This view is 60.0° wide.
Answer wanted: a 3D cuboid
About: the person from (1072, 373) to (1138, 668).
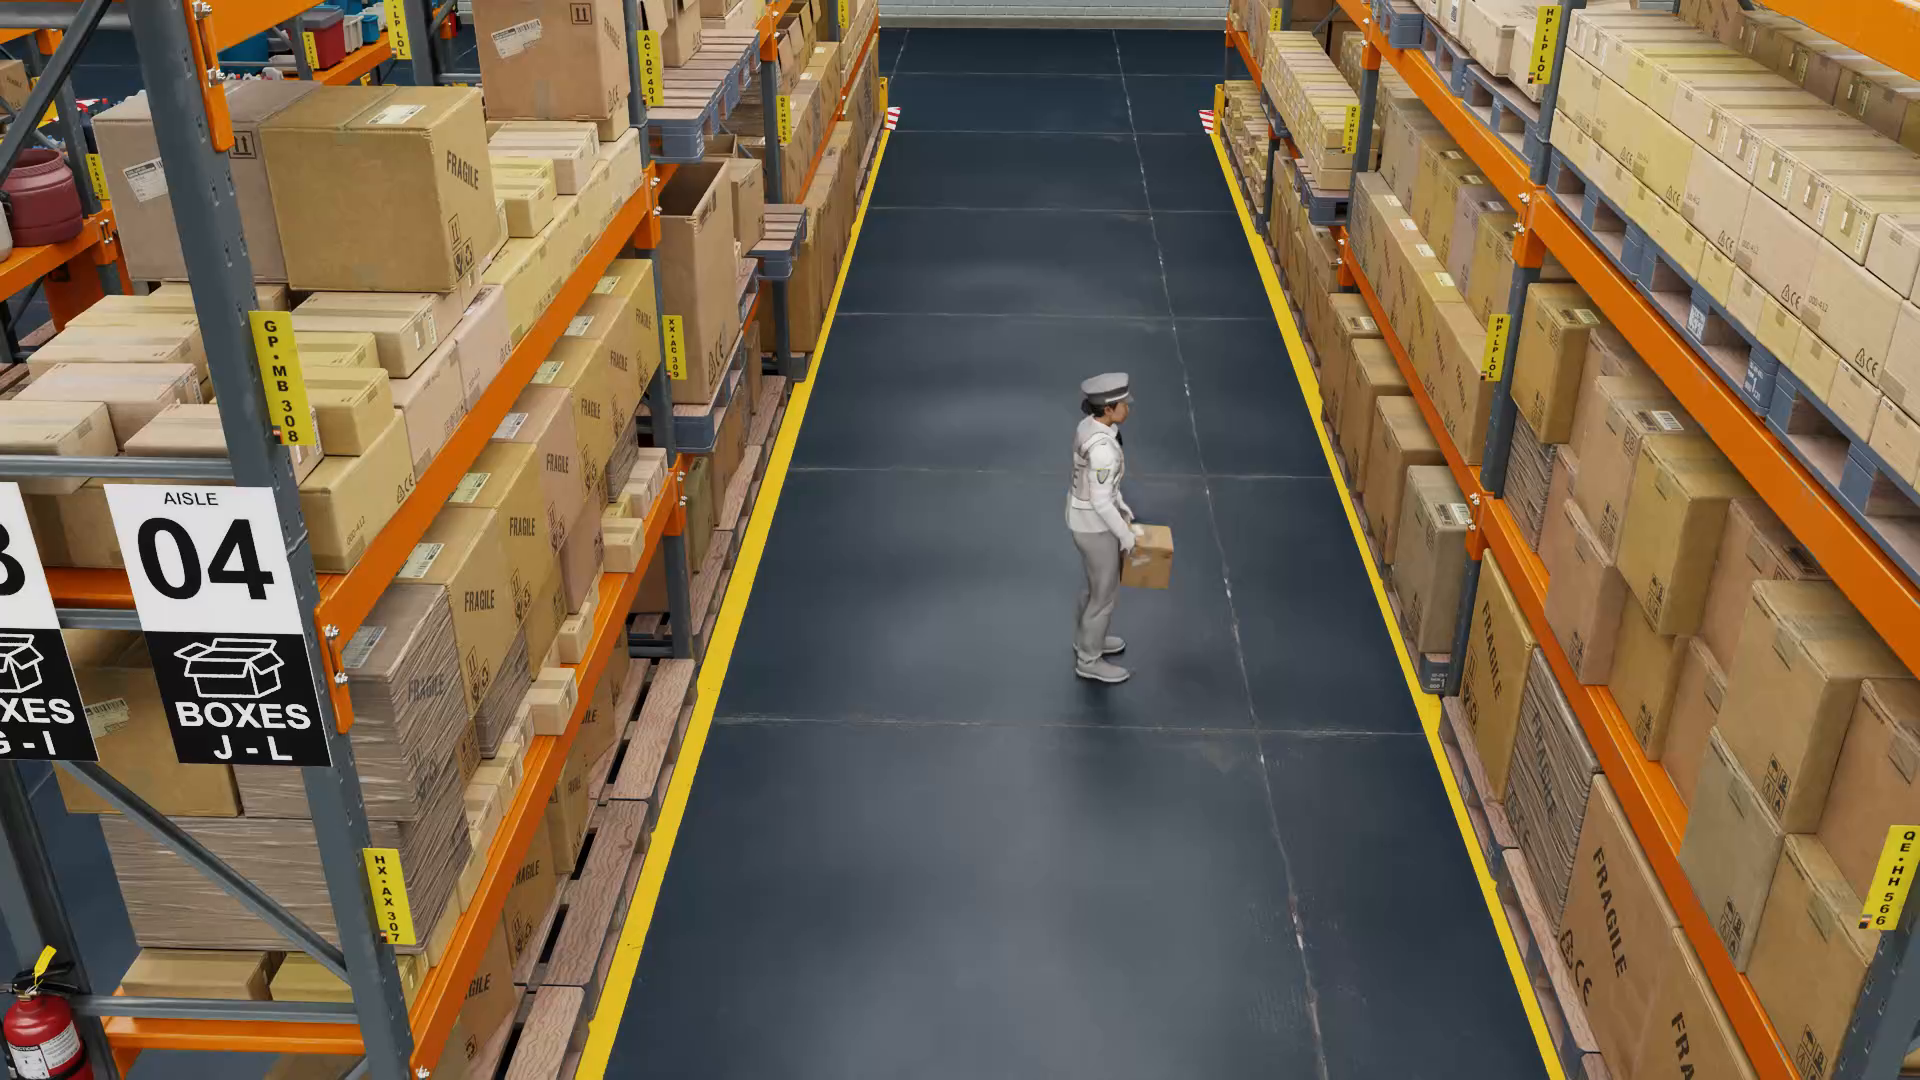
[{"bbox_3d":[0.756,-0.109,8.741,0.343,1.616,0.428,0,28,1],"label":"person"}]
